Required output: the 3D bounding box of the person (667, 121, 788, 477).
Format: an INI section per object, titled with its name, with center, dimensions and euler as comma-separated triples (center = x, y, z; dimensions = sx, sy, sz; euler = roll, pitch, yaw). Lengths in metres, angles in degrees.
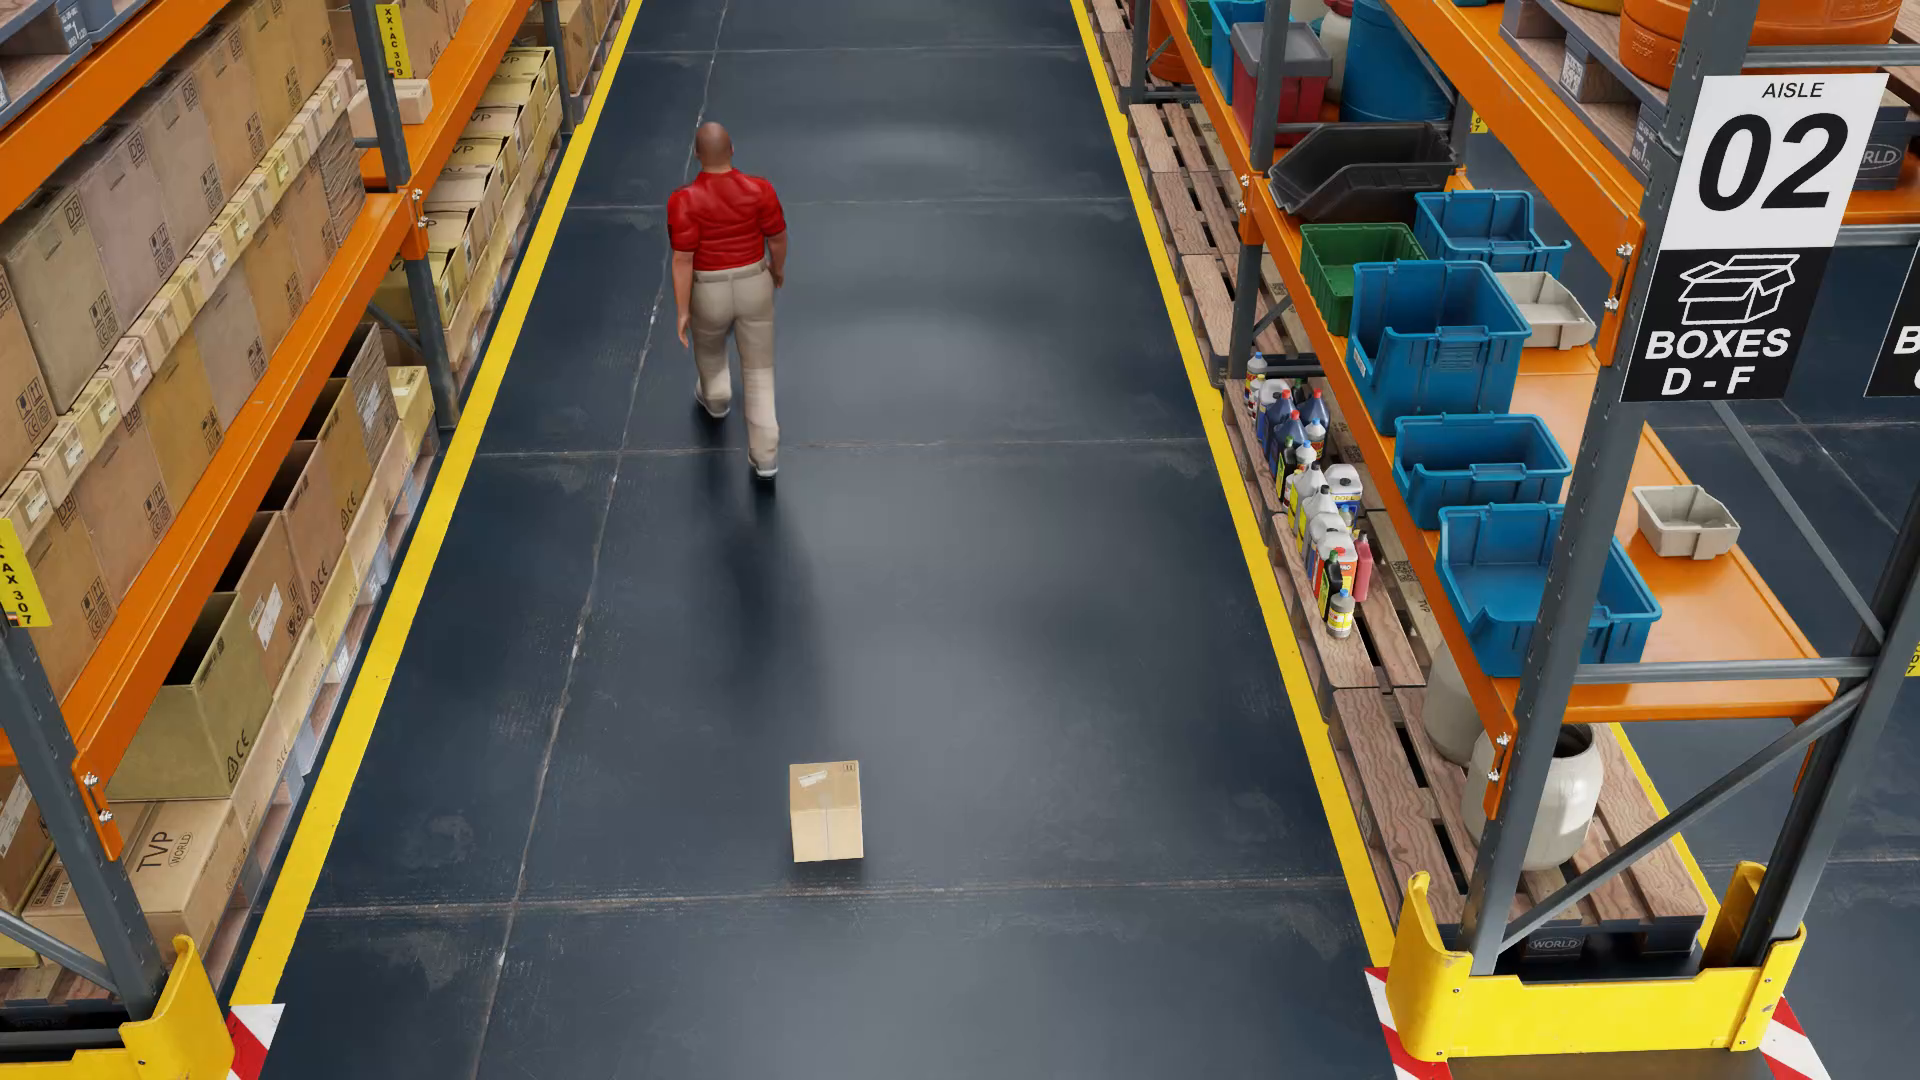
[person]
center = -1.087, -1.206, 7.879
dimensions = 0.566, 1.669, 1.039
euler = -8, 36, -11
